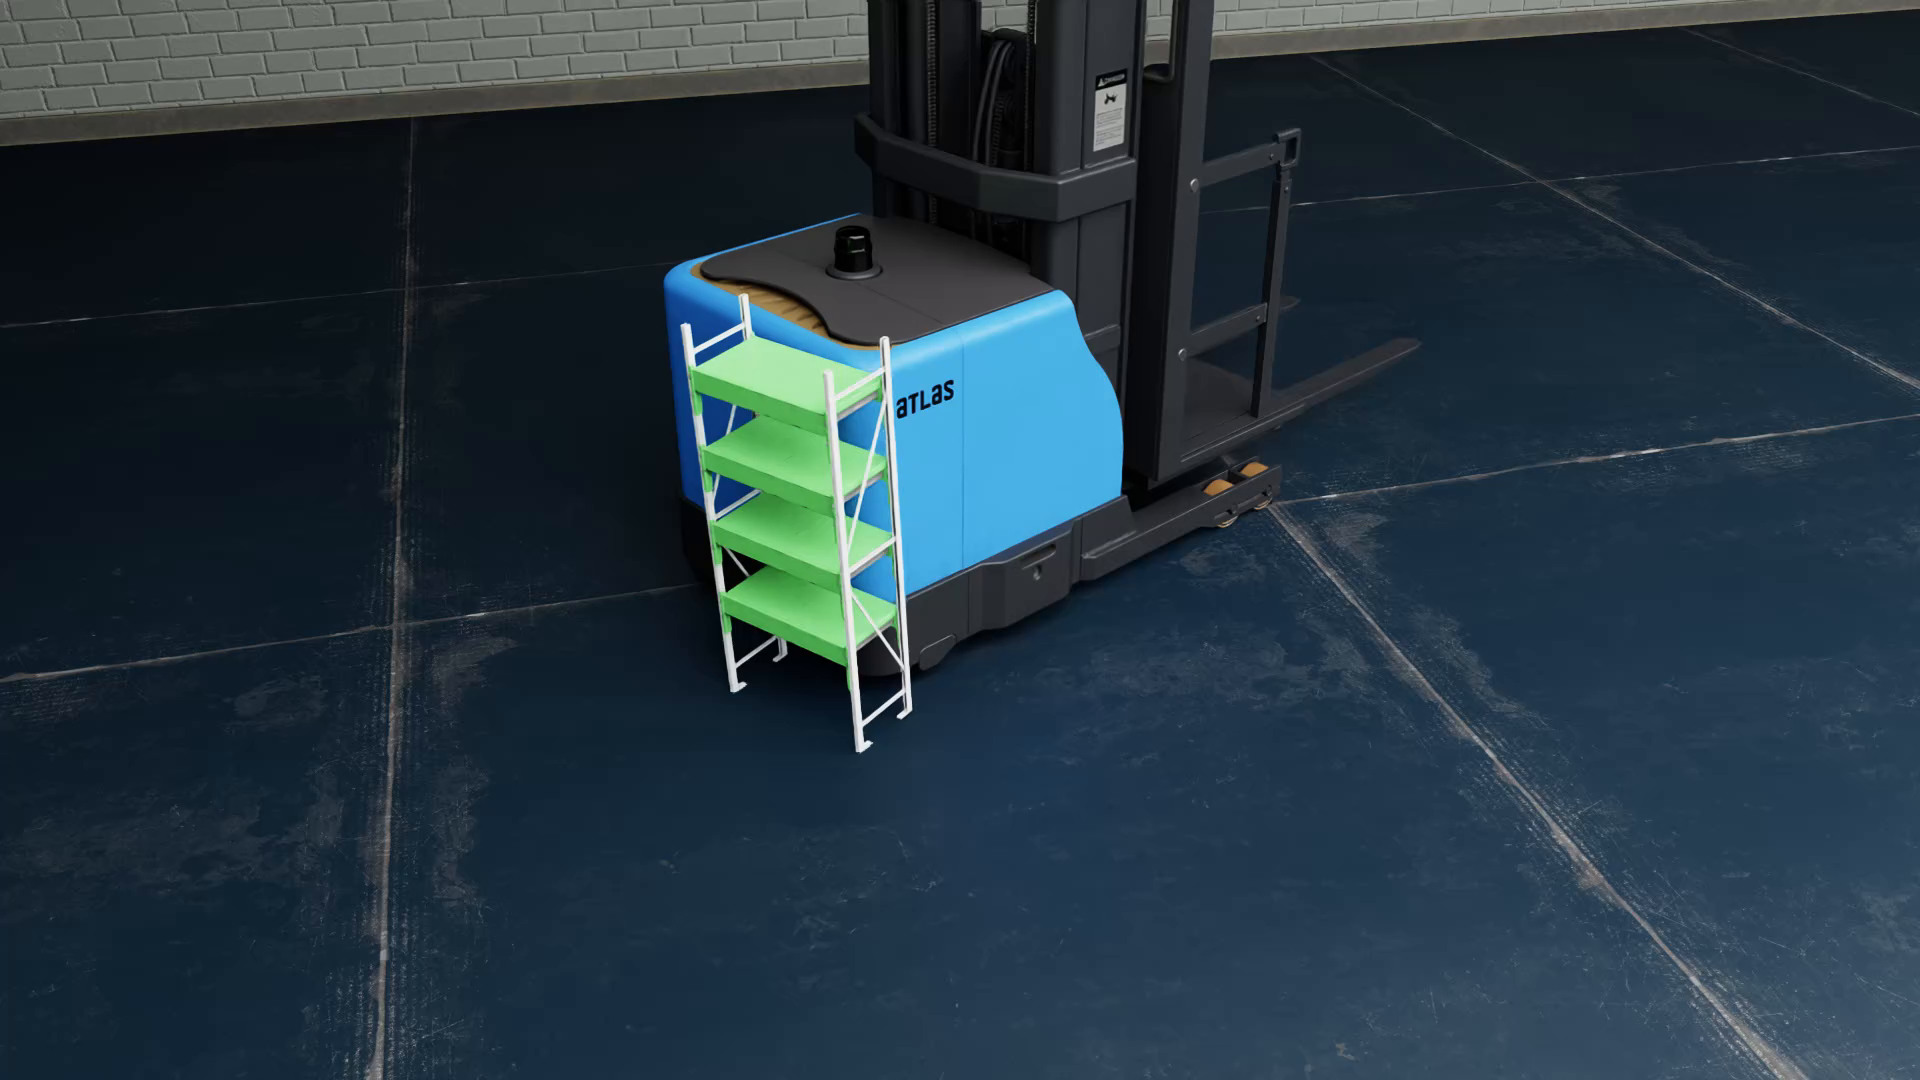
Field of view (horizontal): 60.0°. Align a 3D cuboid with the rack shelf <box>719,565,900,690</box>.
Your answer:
[{"bbox_3d":[-0.423,0.226,4.753,0.480,0.148,0.258,21,39,31],"label":"rack shelf"}]

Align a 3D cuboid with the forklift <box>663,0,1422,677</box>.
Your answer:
[{"bbox_3d":[0.512,-1.485,5.389,3.031,2.935,1.130,-24,38,-36],"label":"forklift"}]

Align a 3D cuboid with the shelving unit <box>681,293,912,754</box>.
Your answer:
[{"bbox_3d":[-0.433,-0.030,4.590,0.503,1.200,0.258,21,39,31],"label":"shelving unit"}]

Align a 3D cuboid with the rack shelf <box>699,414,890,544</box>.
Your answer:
[{"bbox_3d":[-0.439,-0.178,4.495,0.480,0.148,0.258,21,39,31],"label":"rack shelf"}]

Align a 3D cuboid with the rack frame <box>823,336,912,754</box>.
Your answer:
[{"bbox_3d":[-0.238,0.044,4.463,0.015,1.200,0.240,21,39,31],"label":"rack frame"}]

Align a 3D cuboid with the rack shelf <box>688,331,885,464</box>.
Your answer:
[{"bbox_3d":[-0.447,-0.380,4.366,0.480,0.148,0.258,21,39,31],"label":"rack shelf"}]

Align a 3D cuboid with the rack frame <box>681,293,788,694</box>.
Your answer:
[{"bbox_3d":[-0.628,-0.103,4.716,0.015,1.200,0.240,21,39,31],"label":"rack frame"}]

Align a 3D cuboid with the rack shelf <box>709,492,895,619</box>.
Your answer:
[{"bbox_3d":[-0.431,0.024,4.624,0.480,0.148,0.258,21,39,31],"label":"rack shelf"}]
